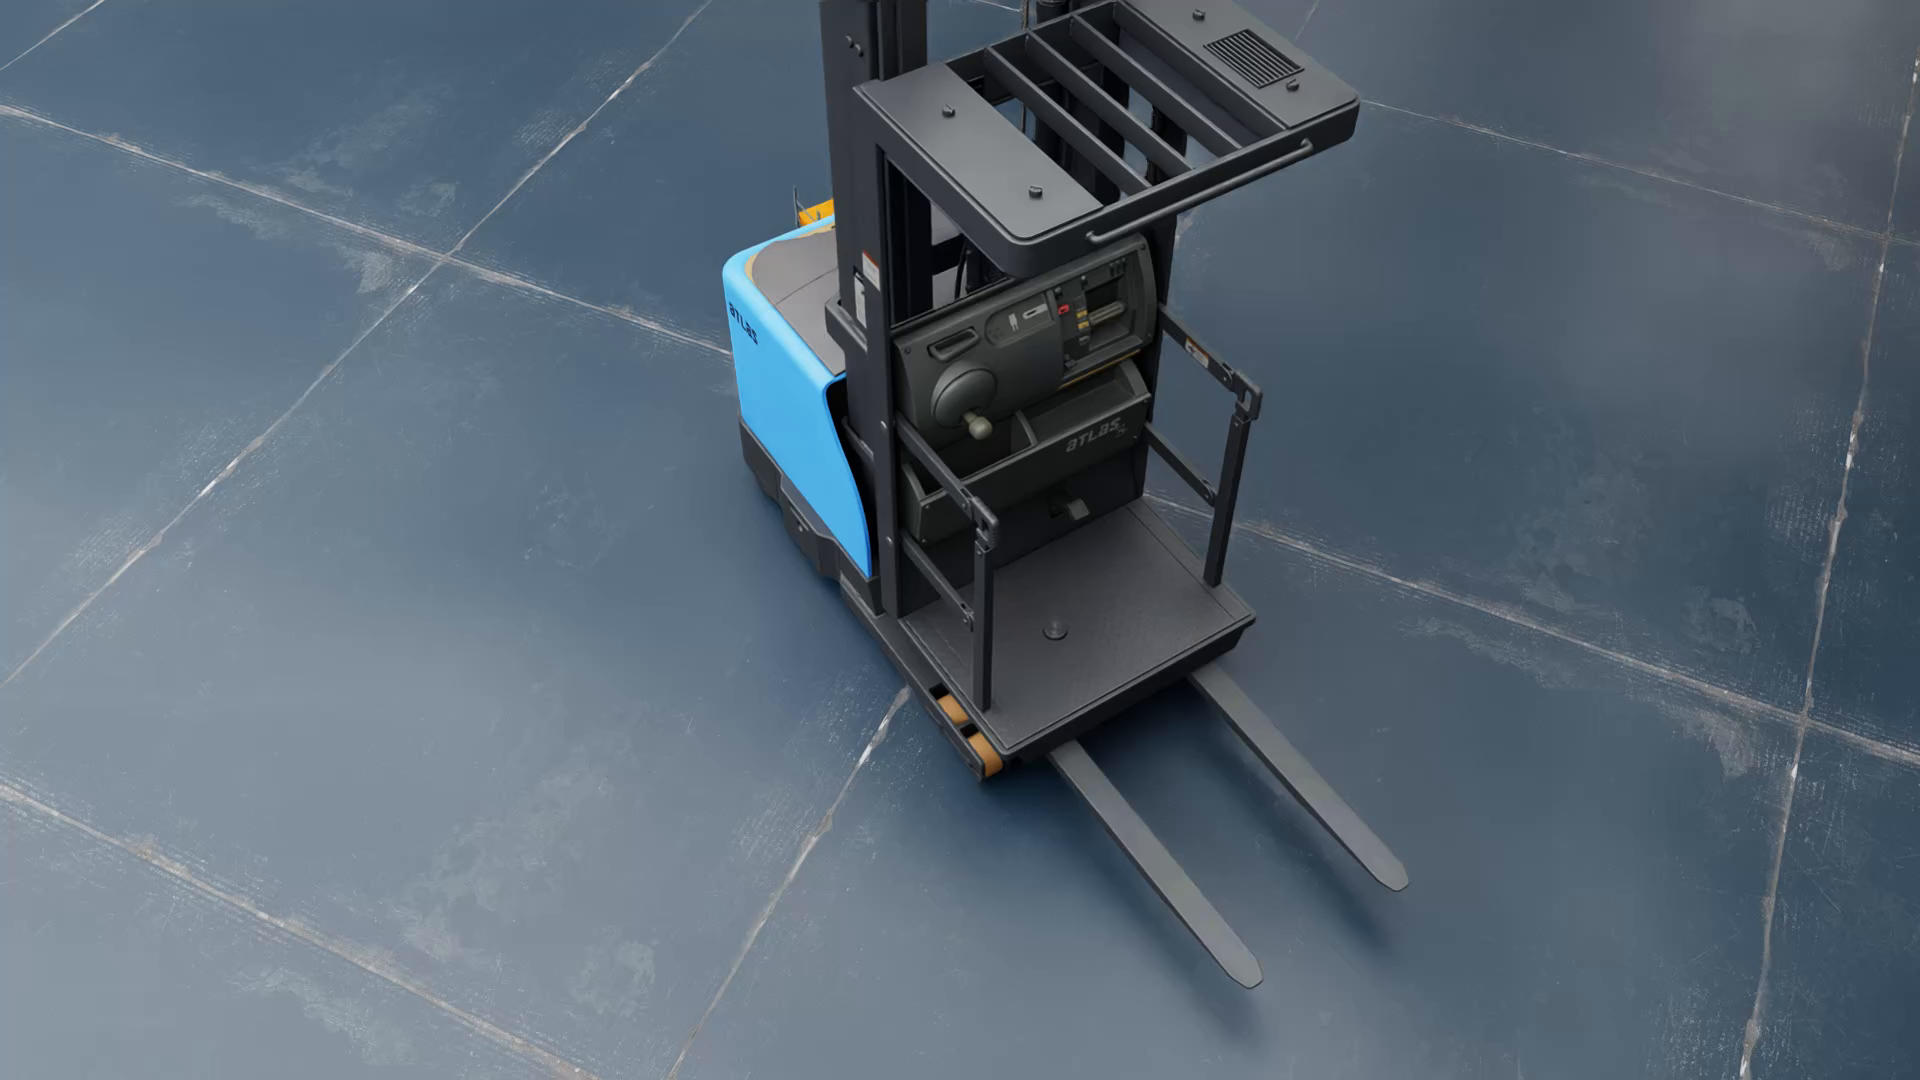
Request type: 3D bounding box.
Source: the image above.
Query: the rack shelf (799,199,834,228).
[{"bbox_3d":[-0.480,-1.180,6.521,0.240,0.259,0.215,-26,54,-21],"label":"rack shelf"}]

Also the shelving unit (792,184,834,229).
[{"bbox_3d":[-0.480,-1.003,6.729,0.252,1.050,0.215,-26,54,-21],"label":"shelving unit"}]

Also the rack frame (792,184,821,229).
[{"bbox_3d":[-0.582,-0.953,6.686,0.008,1.050,0.200,-26,54,-21],"label":"rack frame"}]

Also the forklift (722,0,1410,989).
[{"bbox_3d":[0.343,-0.532,5.093,1.130,2.935,3.031,-26,54,-21],"label":"forklift"}]
